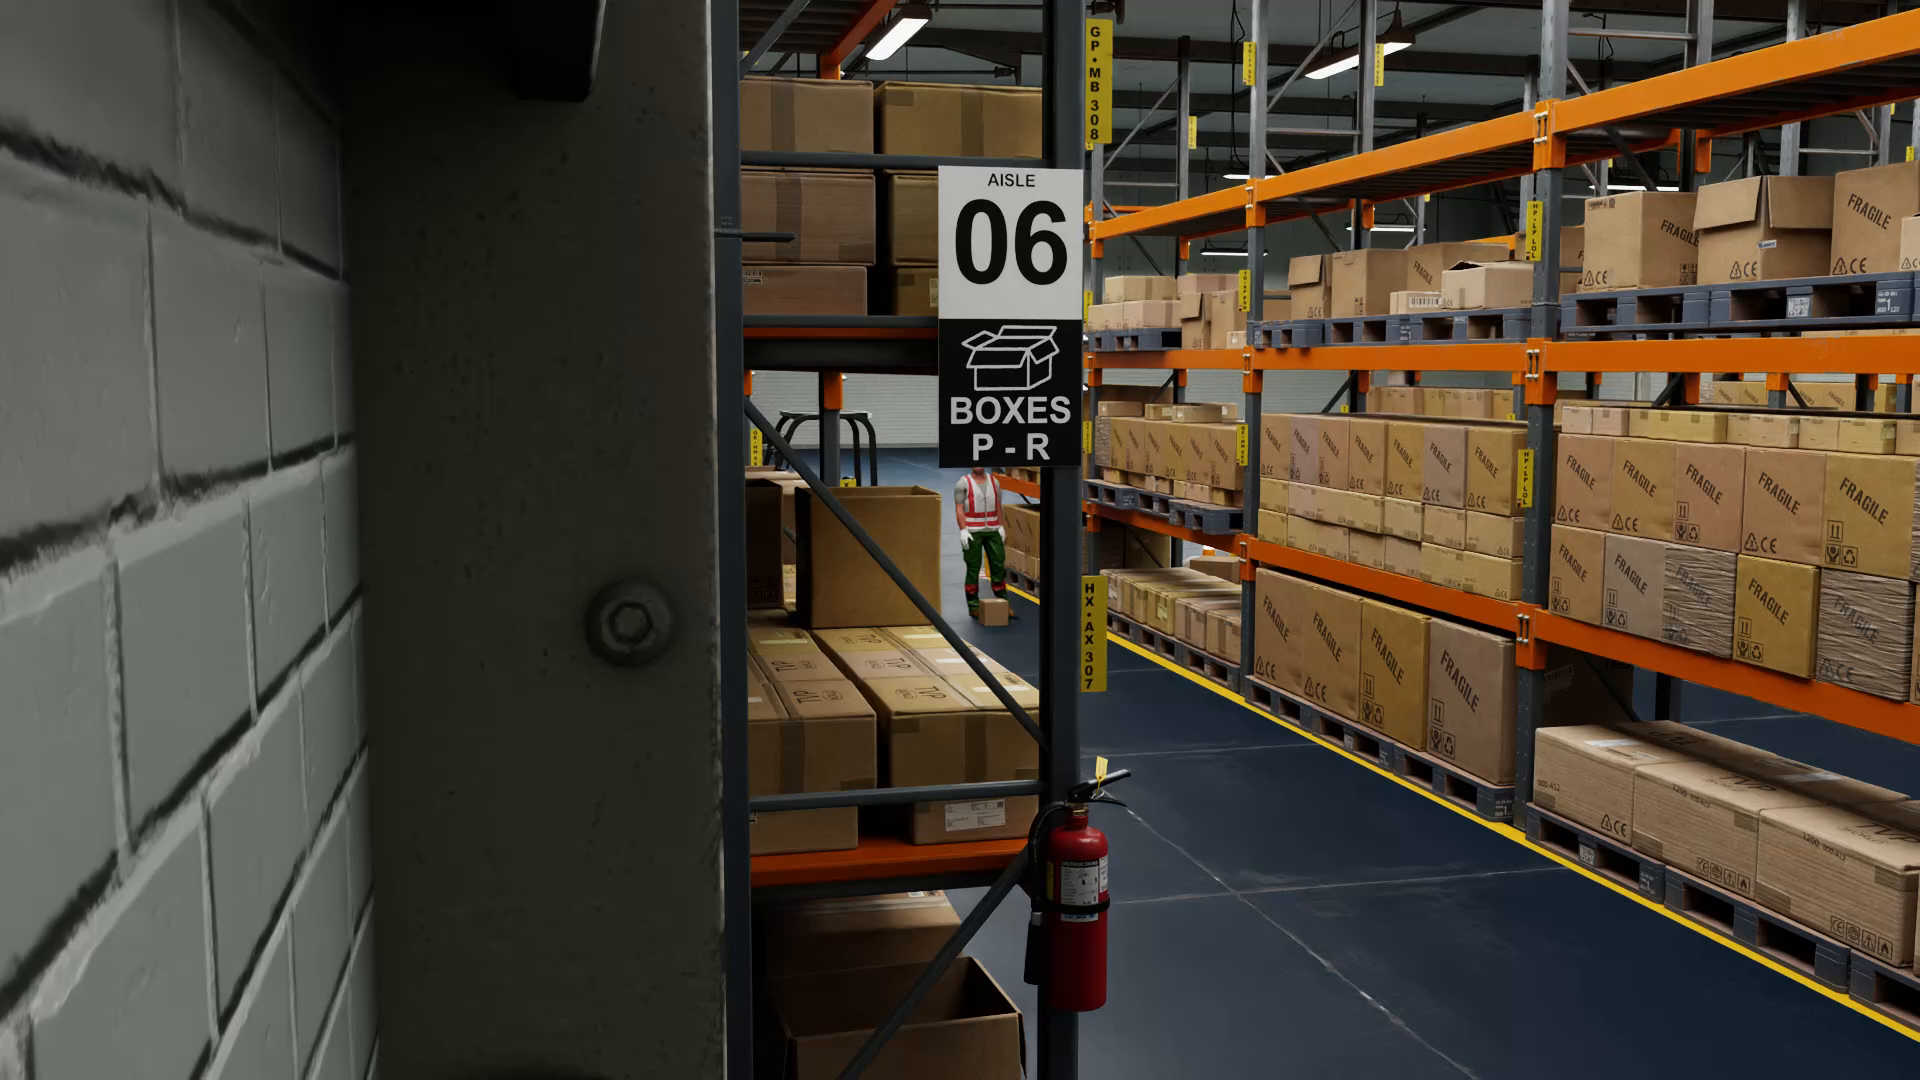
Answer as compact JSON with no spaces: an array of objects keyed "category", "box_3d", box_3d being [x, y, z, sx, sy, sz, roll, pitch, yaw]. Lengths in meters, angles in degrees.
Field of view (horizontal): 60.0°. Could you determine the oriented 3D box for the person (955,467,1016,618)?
[{"category":"person","box_3d":[0.263,-0.078,17.597,0.610,1.794,0.406,-3,7,-23]}]
